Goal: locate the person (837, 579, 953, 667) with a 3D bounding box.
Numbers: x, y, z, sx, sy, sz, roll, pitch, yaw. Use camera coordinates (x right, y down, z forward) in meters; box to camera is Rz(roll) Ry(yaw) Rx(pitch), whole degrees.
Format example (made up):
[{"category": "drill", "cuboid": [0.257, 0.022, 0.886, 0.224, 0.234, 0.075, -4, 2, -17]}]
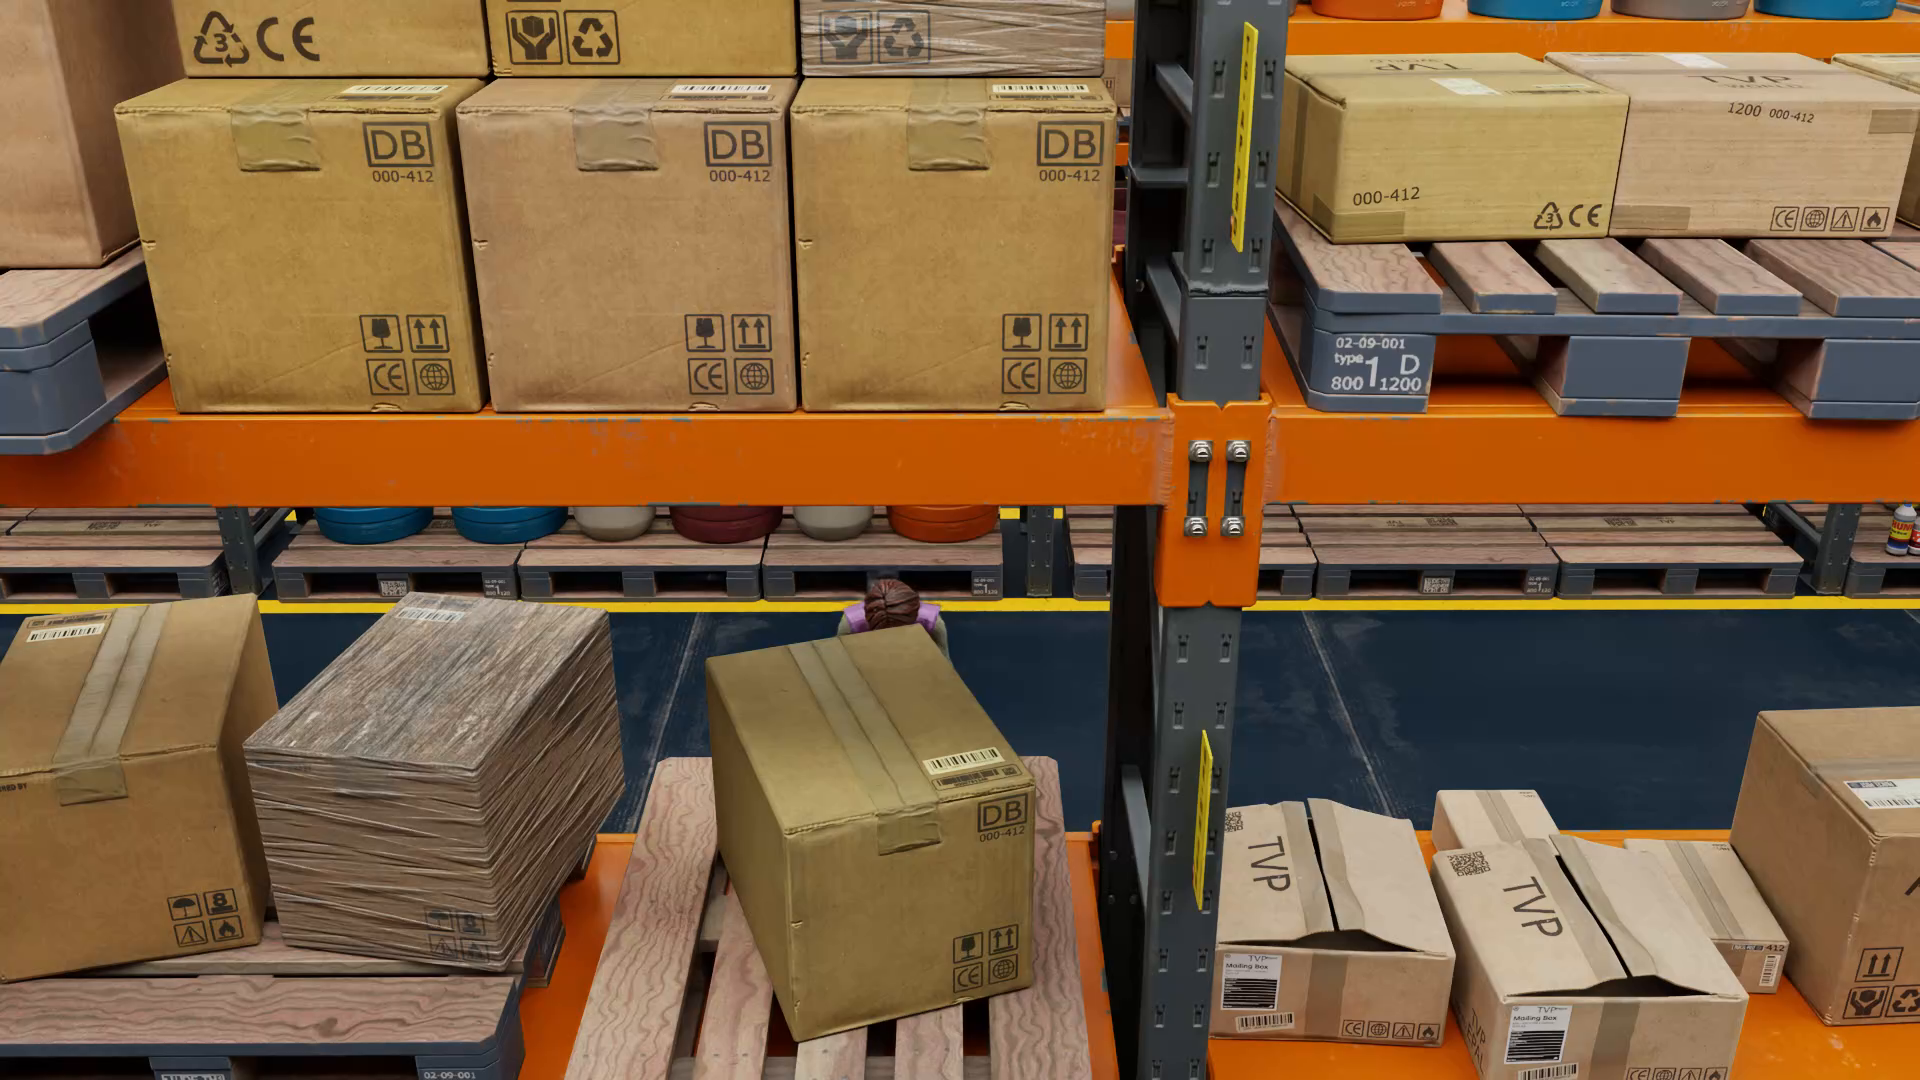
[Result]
[{"category": "person", "cuboid": [-0.232, 0.679, 5.950, 0.461, 1.336, 0.621, 0, 24, 0]}]
